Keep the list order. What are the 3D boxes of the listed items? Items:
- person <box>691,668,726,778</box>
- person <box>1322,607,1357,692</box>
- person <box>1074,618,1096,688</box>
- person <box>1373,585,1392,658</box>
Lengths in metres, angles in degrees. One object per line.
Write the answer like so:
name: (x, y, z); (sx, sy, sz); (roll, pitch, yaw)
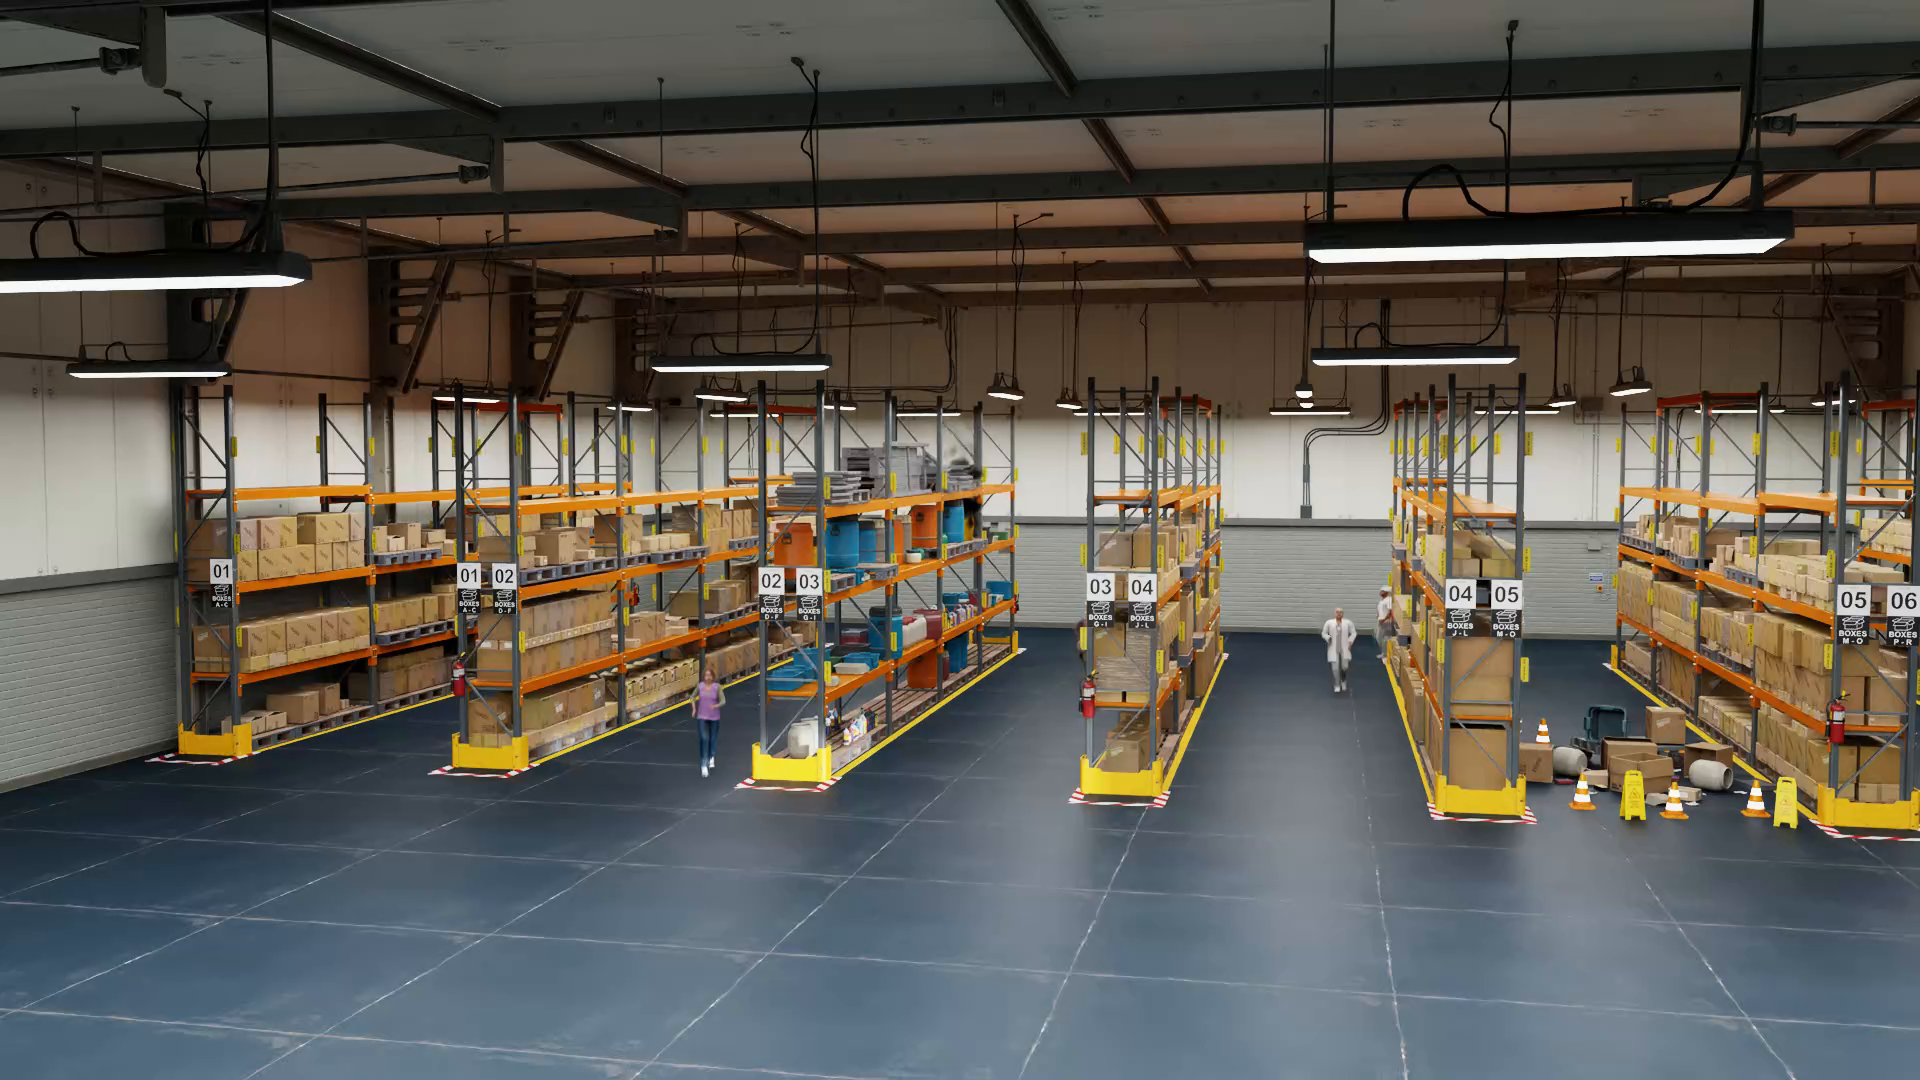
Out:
person: (-3.860, 2.767, 25.504); (0.523, 1.636, 0.761); (-1, 3, -10)
person: (7.706, 2.236, 33.801); (0.702, 1.730, 0.647); (1, 3, 11)
person: (2.614, 2.173, 33.168); (0.716, 1.709, 0.857); (1, 3, 9)
person: (10.067, 1.935, 39.511); (0.488, 1.728, 0.751); (0, 3, 8)
